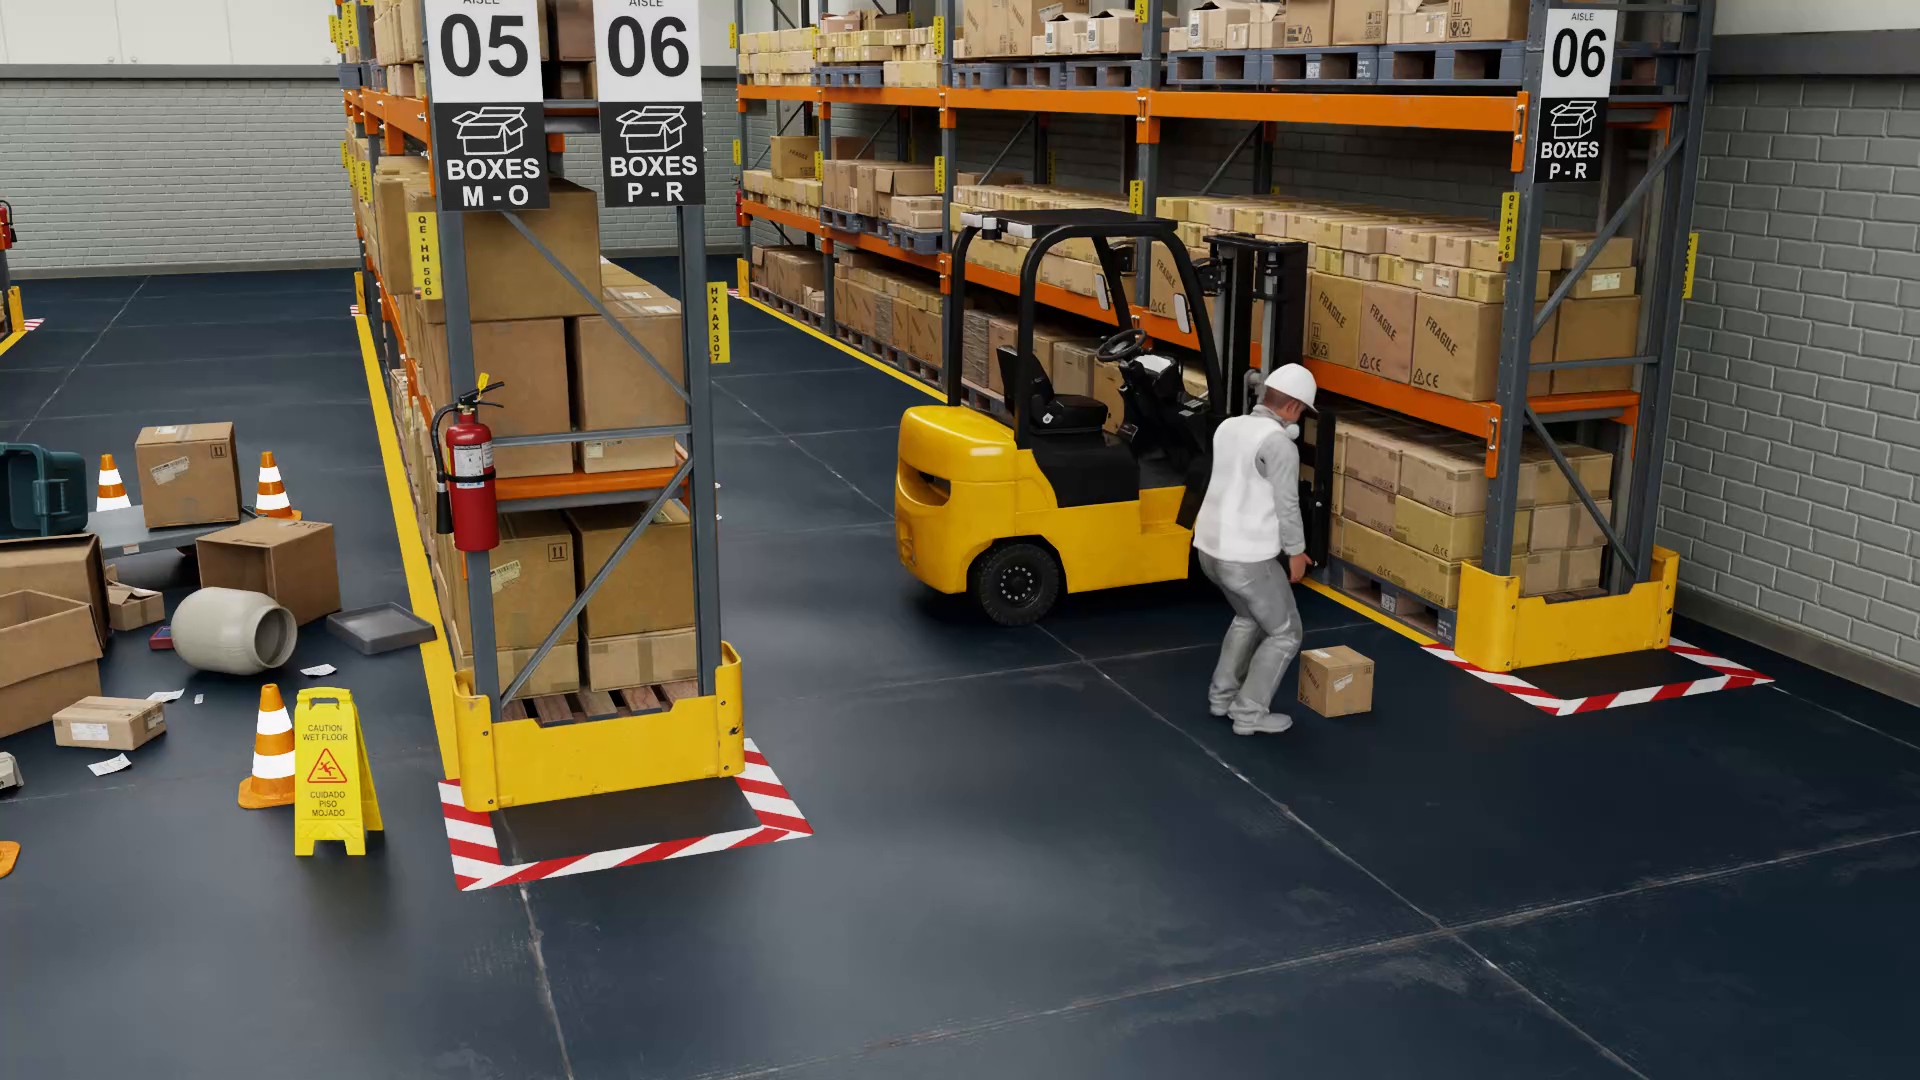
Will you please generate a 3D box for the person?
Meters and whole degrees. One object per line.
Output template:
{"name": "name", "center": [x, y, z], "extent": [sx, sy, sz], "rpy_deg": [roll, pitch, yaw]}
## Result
{"name": "person", "center": [1.346, 0.031, 7.583], "extent": [0.559, 1.665, 0.574], "rpy_deg": [-5, 16, -19]}
